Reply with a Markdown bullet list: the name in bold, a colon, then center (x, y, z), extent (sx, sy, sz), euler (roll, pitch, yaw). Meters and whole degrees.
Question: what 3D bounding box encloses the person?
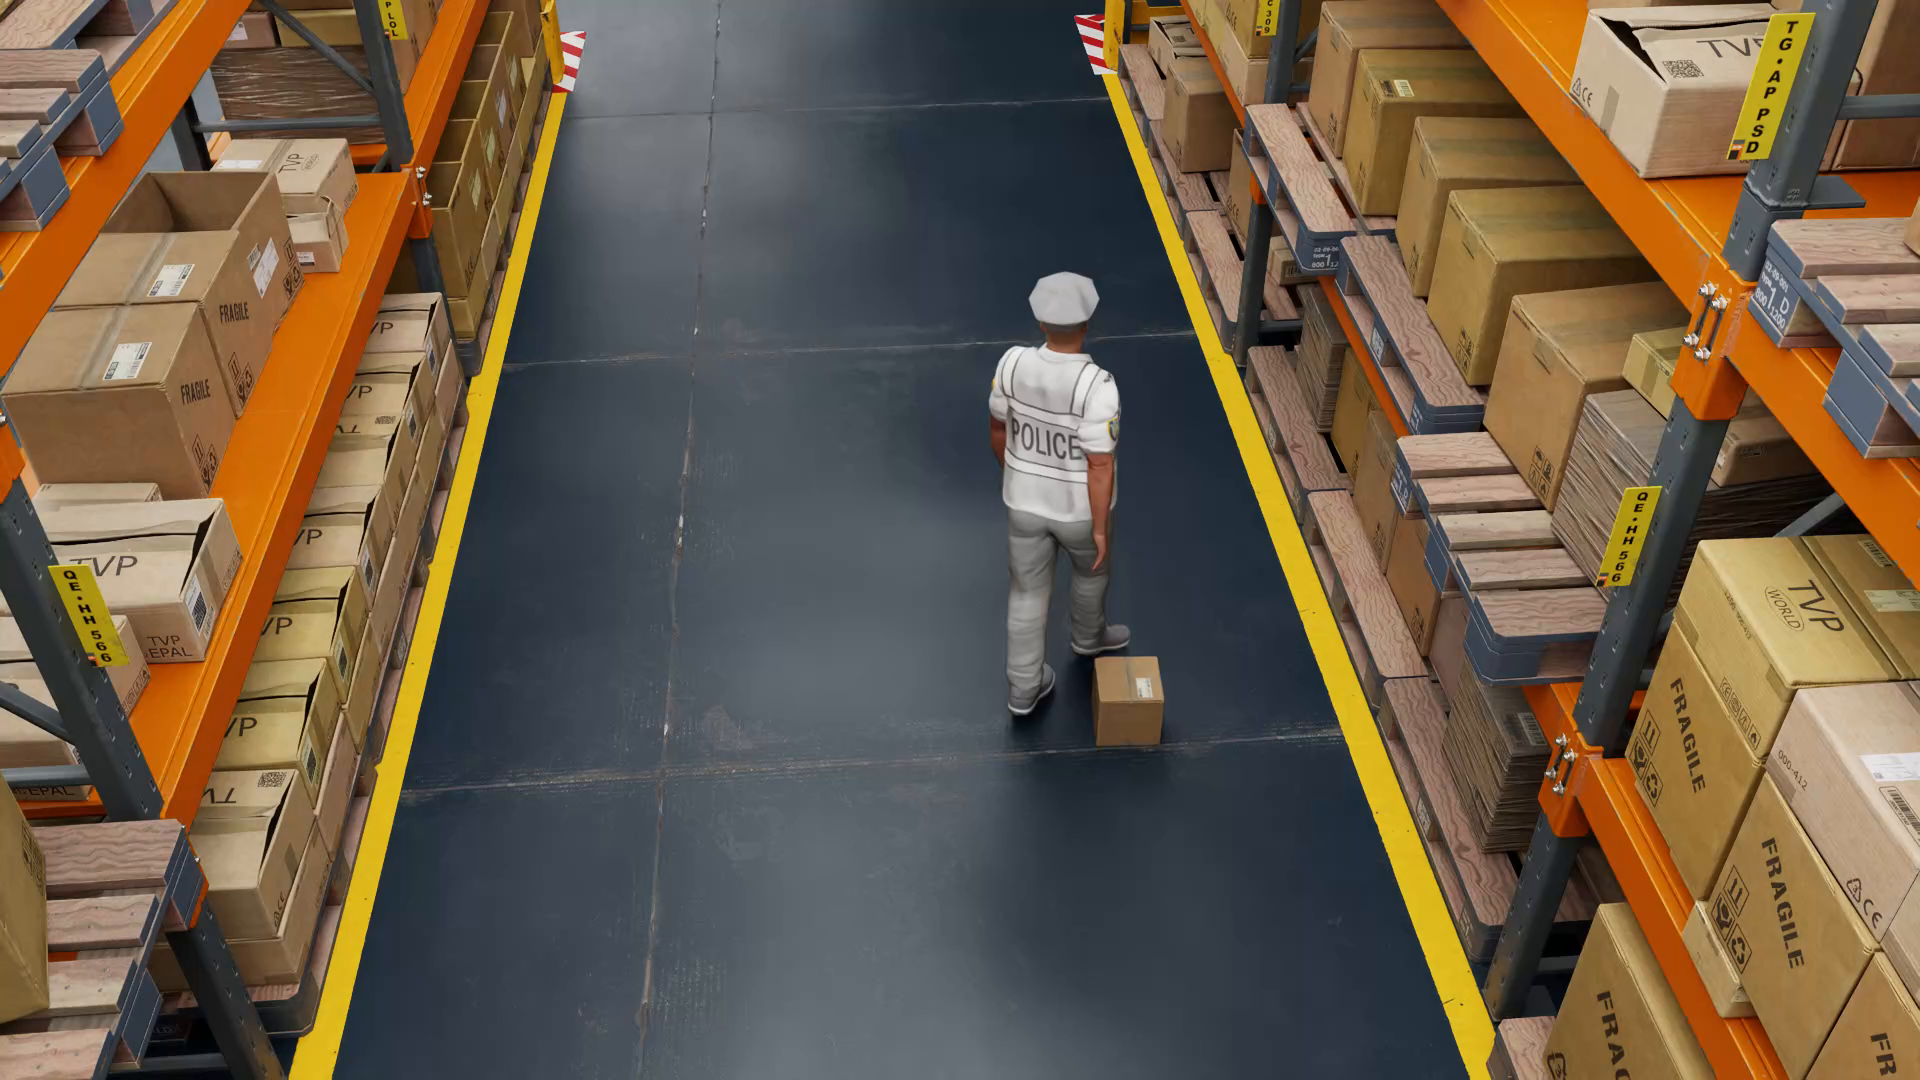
- **person**: center (0.343, -0.141, 6.337), extent (0.567, 1.792, 0.746), euler (14, 41, 17)
